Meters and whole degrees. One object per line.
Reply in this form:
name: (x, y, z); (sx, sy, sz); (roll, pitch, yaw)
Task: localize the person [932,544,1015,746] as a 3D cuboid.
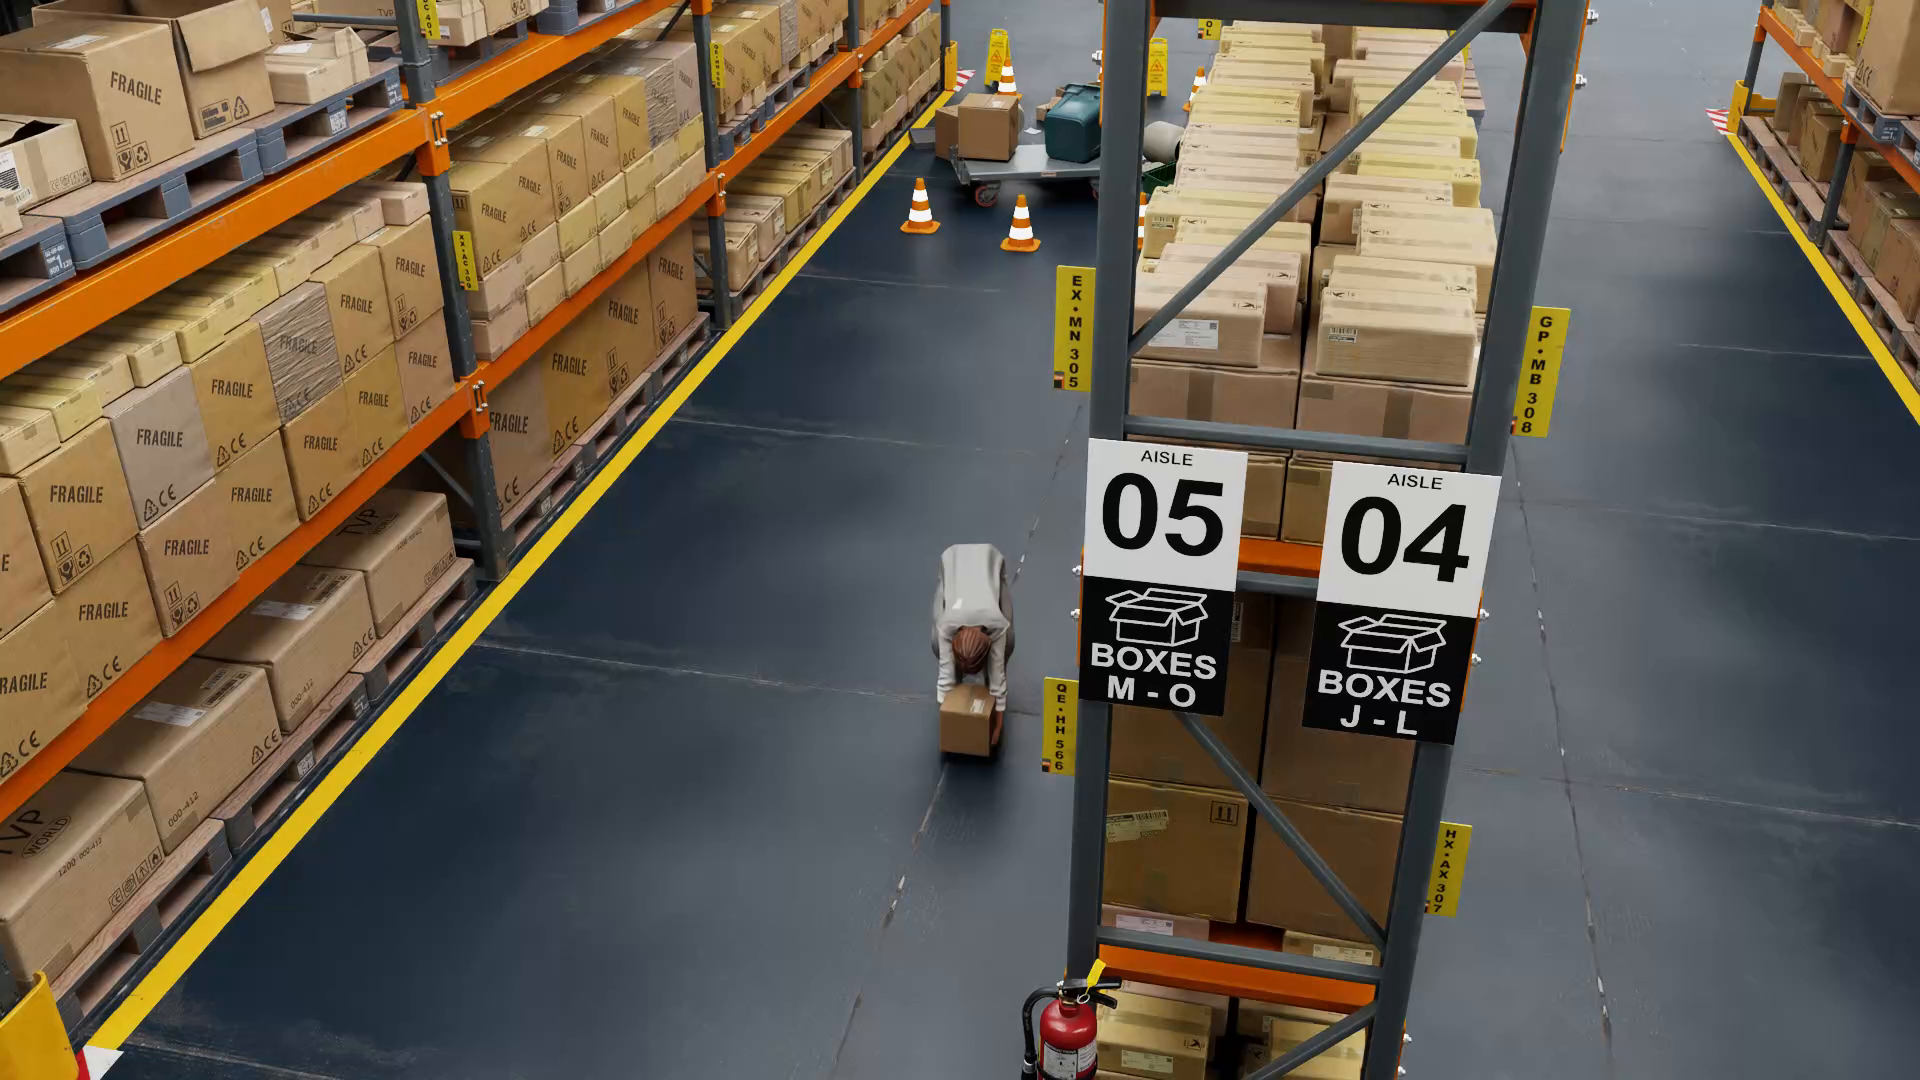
person: (0.065, 0.525, 8.403); (0.422, 0.887, 0.854); (0, 29, 1)
